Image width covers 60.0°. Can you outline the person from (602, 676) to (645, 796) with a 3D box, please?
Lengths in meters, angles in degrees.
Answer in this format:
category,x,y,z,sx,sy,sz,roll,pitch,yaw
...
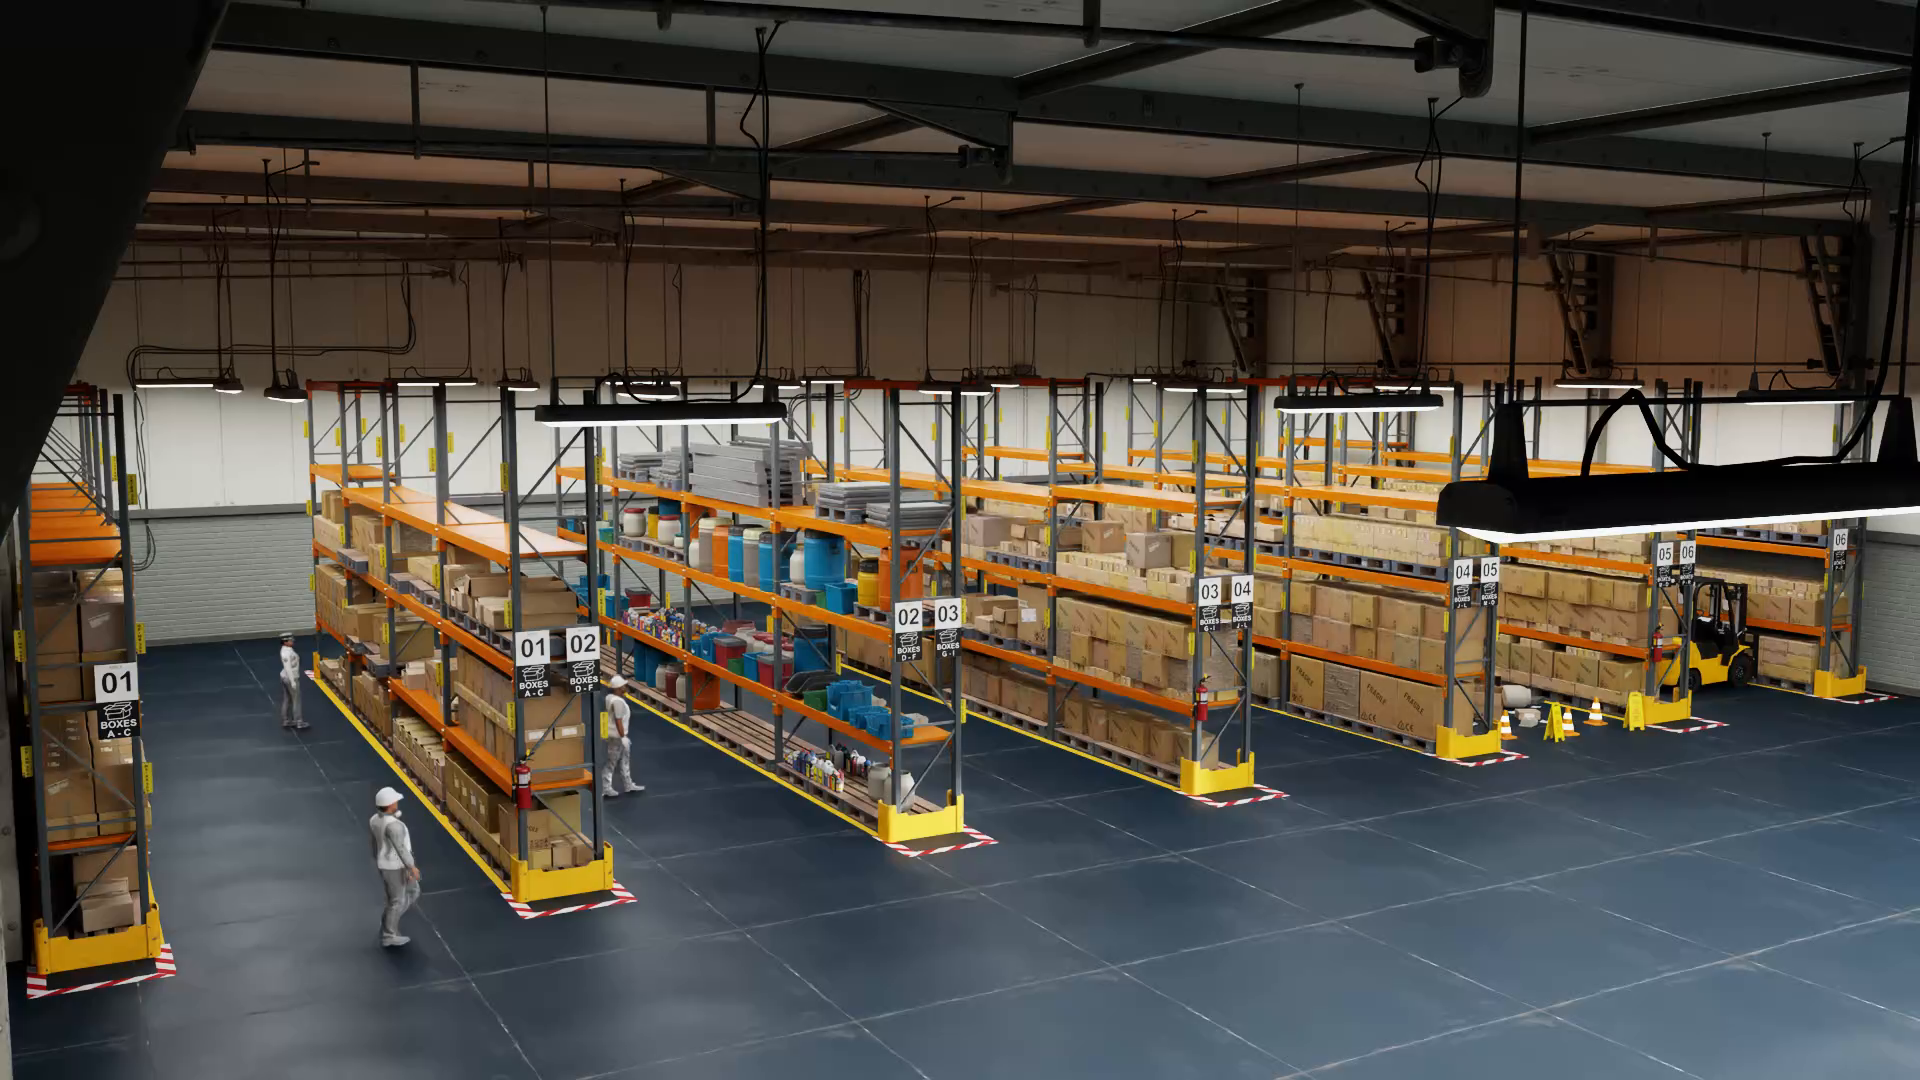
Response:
category,x,y,z,sx,sy,sz,roll,pitch,yaw
person,-4.962,2.865,24.354,0.603,1.777,0.624,0,6,-3

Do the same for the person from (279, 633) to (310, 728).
category,x,y,z,sx,sy,sz,roll,pitch,yaw
person,-11.565,2.431,28.859,0.428,1.662,0.554,-4,7,-35

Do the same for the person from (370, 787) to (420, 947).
category,x,y,z,sx,sy,sz,roll,pitch,yaw
person,-6.109,3.526,17.994,0.494,1.765,0.530,-2,6,-19

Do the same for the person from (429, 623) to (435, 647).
category,x,y,z,sx,sy,sz,roll,pitch,yaw
person,-11.114,1.898,34.457,0.394,1.532,0.874,-4,7,-35
